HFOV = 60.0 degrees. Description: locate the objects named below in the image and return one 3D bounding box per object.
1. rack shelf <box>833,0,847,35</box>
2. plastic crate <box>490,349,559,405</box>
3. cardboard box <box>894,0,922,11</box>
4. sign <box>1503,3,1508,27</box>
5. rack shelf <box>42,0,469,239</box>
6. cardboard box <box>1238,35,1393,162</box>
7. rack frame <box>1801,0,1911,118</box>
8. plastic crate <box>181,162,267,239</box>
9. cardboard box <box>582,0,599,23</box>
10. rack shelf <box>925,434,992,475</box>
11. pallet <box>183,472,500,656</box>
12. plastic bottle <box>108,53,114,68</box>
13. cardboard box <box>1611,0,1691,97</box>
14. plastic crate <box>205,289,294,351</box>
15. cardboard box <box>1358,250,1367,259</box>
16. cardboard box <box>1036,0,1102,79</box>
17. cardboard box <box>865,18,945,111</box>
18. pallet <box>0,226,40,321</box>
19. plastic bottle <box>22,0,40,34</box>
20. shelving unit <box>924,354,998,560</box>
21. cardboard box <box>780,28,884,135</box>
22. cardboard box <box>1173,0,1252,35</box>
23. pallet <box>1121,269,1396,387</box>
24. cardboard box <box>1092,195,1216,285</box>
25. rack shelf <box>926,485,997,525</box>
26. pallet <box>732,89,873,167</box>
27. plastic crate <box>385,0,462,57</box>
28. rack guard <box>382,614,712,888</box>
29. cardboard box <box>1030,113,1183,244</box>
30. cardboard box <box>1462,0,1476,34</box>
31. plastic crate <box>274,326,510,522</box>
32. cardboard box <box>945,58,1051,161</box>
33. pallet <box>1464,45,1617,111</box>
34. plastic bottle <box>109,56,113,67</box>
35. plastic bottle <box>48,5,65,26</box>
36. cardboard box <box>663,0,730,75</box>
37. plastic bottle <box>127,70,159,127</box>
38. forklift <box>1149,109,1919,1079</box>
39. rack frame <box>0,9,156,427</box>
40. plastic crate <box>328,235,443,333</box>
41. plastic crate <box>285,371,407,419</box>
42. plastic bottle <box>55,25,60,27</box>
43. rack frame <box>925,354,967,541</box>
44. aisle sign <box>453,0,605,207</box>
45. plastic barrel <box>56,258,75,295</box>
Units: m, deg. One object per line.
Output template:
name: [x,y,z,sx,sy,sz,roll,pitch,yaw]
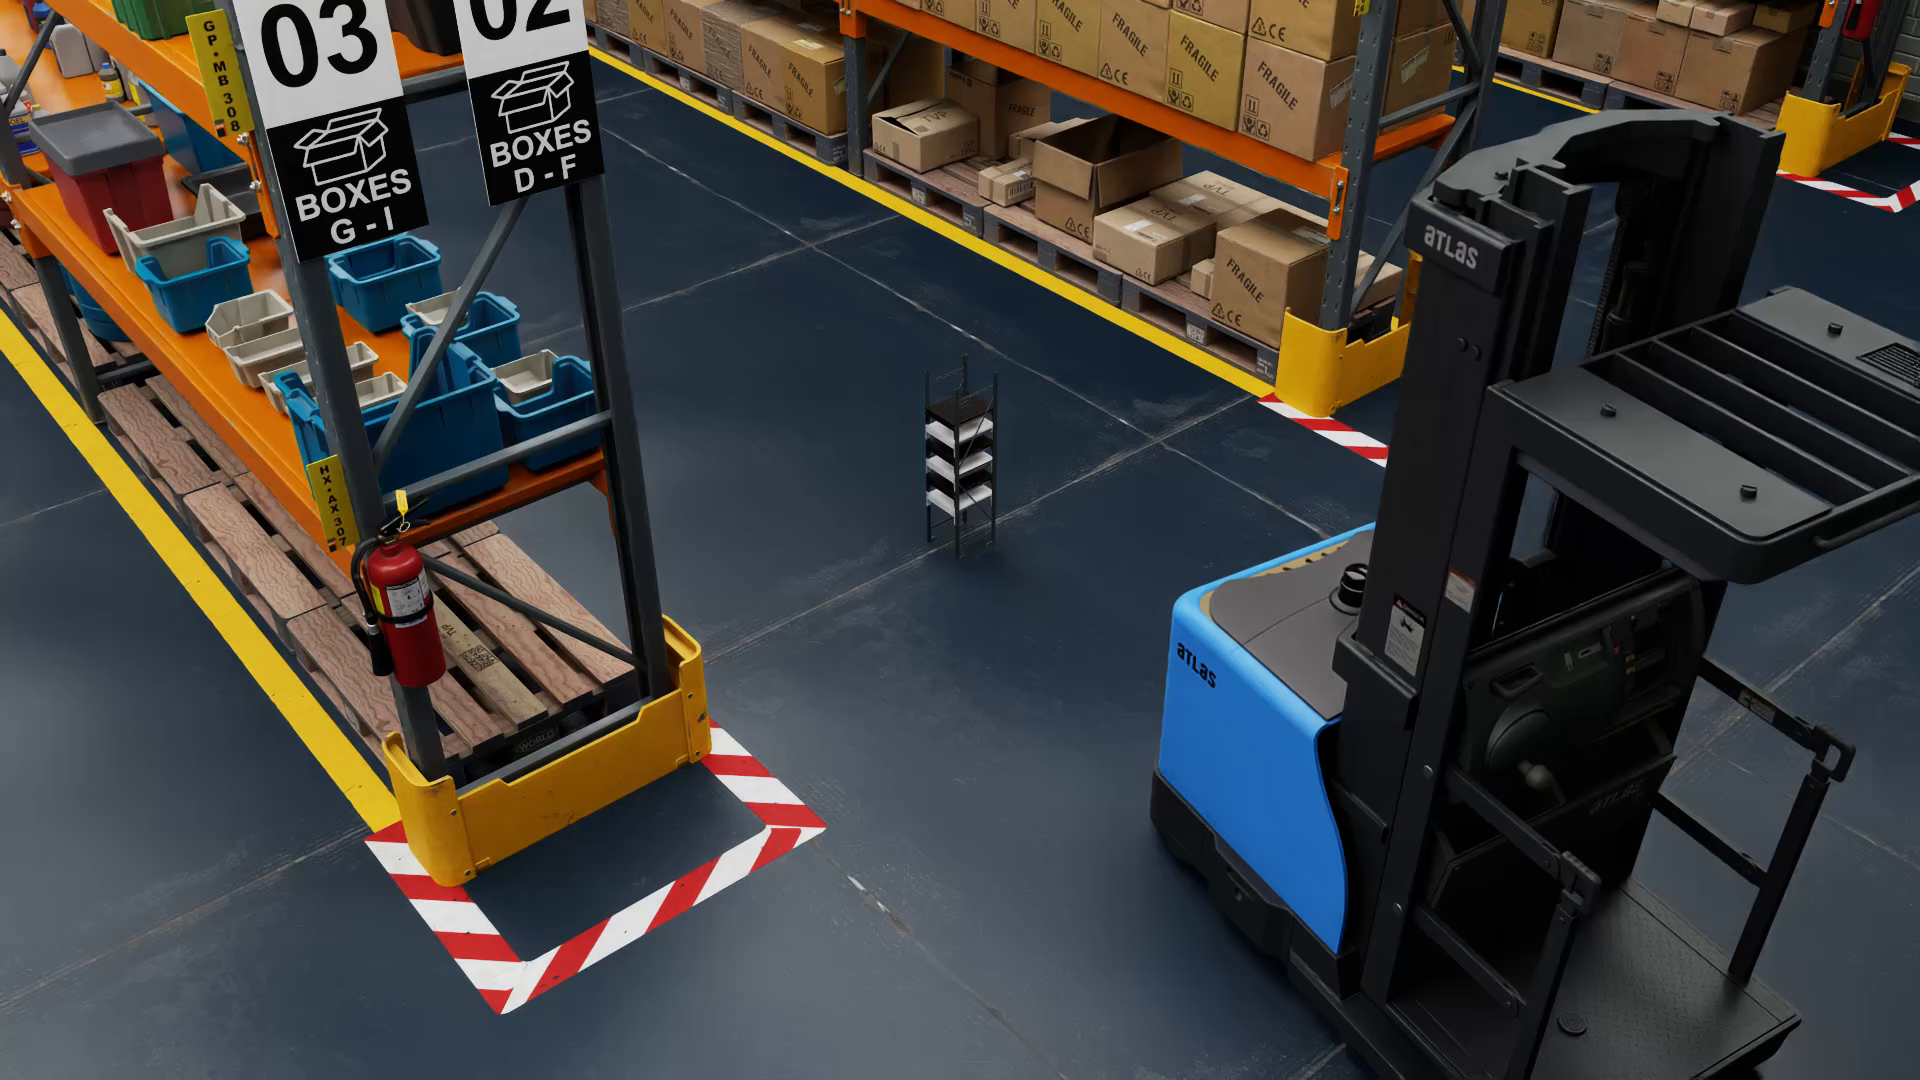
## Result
rack shelf: [-1.623,-4.458,12.072,1.077,0.370,4.000,-26,43,-32]
plastic crate: [-1.589,-0.578,6.147,0.250,0.136,0.298,-26,43,-32]
cardboard box: [-0.211,-3.583,10.127,0.500,0.500,0.500,-25,42,-31]
sign: [2.664,-2.658,8.159,0.100,0.325,0.005,-26,43,-32]
rack shelf: [-2.828,-2.070,6.105,1.077,0.370,4.000,-26,43,-32]
cardboard box: [1.752,-2.240,8.231,0.500,0.500,0.500,-25,42,-30]
rack frame: [6.031,-3.952,10.735,1.000,3.000,0.127,-26,43,-32]
plastic crate: [-3.191,-1.541,7.517,0.437,0.125,0.590,-26,43,-32]
cardboard box: [-2.838,-4.487,13.272,0.500,0.500,0.500,-24,42,-30]
rack shelf: [0.005,-0.410,7.452,0.258,0.077,0.200,-26,43,-32]
pallet: [-2.823,-0.036,7.618,1.003,0.211,1.213,-26,43,-32]
plastic bottle: [-4.542,-2.597,8.994,0.097,0.201,0.097,0,35,0]
cardboard box: [5.180,-3.596,12.031,0.700,0.500,0.500,-26,43,-32]
plastic crate: [-2.781,-0.837,6.513,0.298,0.136,0.250,-26,43,-32]
cardboard box: [2.080,-1.549,9.413,0.380,0.166,0.250,-26,43,-32]
cardboard box: [0.772,-2.912,9.180,0.500,0.500,0.500,-27,43,-32]
cardboard box: [-0.458,-3.333,11.642,0.500,0.500,0.500,-28,44,-34]
pallet: [-5.376,-1.780,10.081,1.003,0.211,1.213,-26,43,-32]
plastic bottle: [-5.366,-3.082,9.607,0.061,0.283,0.133,-26,43,-32]
shelving unit: [0.005,-0.364,7.485,0.258,0.900,0.210,-26,43,-32]
cardboard box: [-0.869,-3.139,11.369,0.500,0.500,0.500,-26,43,-32]
cardboard box: [1.425,-2.868,8.253,0.500,0.500,0.500,-25,42,-31]
pallet: [1.685,-1.350,9.474,1.003,0.211,1.213,-26,43,-32]
cardboard box: [1.120,-1.739,9.608,0.500,0.250,0.500,-26,43,-32]
rack shelf: [0.005,-0.190,7.608,0.258,0.077,0.200,-26,43,-32]
pallet: [-0.886,-3.076,11.910,1.003,0.211,1.213,-26,43,-32]
plastic crate: [-1.573,-1.702,5.075,0.497,0.269,0.590,-26,43,-32]
rack guard: [-1.512,0.769,6.232,1.175,0.500,0.348,-26,43,-32]
cardboard box: [0.884,-2.202,10.043,0.797,0.503,0.637,-26,43,-32]
cardboard box: [4.176,-4.278,12.994,0.700,0.500,0.500,-26,43,-32]
plastic crate: [-1.896,-0.374,5.600,0.616,0.435,0.499,-26,43,-32]
cardboard box: [0.252,-2.882,11.007,0.500,0.500,0.500,-26,43,-32]
pallet: [4.672,-3.676,12.758,1.003,0.211,1.213,-26,43,-32]
plastic bottle: [-4.602,-2.688,9.052,0.061,0.283,0.133,-26,43,-32]
plastic bottle: [-5.099,-3.018,9.459,0.144,0.351,0.185,-26,43,-32]
cardboard box: [-1.835,-3.806,12.311,0.500,0.500,0.500,-28,44,-33]
plastic bottle: [-4.124,-2.297,8.441,0.144,0.351,0.185,-26,43,-32]
forklift: [1.877,0.468,4.553,1.130,2.935,3.031,-18,39,-24]
rack frame: [-4.118,-2.023,8.011,1.000,3.000,0.127,-26,43,-32]
plastic crate: [-2.295,-1.026,6.697,0.416,0.233,0.300,-26,43,-32]
plastic crate: [-2.202,-0.466,5.989,0.396,0.136,0.243,-26,43,-32]
plastic bottle: [-4.956,-2.745,9.202,0.097,0.201,0.097,0,35,0]
rack frame: [-0.060,-0.409,7.548,0.240,0.900,0.006,-26,43,-32]
aisle sign: [-1.264,-1.397,4.878,0.394,0.787,0.004,-26,43,-32]
plastic barrel: [-4.913,-1.897,9.286,0.600,0.901,0.708,-26,43,-32]
